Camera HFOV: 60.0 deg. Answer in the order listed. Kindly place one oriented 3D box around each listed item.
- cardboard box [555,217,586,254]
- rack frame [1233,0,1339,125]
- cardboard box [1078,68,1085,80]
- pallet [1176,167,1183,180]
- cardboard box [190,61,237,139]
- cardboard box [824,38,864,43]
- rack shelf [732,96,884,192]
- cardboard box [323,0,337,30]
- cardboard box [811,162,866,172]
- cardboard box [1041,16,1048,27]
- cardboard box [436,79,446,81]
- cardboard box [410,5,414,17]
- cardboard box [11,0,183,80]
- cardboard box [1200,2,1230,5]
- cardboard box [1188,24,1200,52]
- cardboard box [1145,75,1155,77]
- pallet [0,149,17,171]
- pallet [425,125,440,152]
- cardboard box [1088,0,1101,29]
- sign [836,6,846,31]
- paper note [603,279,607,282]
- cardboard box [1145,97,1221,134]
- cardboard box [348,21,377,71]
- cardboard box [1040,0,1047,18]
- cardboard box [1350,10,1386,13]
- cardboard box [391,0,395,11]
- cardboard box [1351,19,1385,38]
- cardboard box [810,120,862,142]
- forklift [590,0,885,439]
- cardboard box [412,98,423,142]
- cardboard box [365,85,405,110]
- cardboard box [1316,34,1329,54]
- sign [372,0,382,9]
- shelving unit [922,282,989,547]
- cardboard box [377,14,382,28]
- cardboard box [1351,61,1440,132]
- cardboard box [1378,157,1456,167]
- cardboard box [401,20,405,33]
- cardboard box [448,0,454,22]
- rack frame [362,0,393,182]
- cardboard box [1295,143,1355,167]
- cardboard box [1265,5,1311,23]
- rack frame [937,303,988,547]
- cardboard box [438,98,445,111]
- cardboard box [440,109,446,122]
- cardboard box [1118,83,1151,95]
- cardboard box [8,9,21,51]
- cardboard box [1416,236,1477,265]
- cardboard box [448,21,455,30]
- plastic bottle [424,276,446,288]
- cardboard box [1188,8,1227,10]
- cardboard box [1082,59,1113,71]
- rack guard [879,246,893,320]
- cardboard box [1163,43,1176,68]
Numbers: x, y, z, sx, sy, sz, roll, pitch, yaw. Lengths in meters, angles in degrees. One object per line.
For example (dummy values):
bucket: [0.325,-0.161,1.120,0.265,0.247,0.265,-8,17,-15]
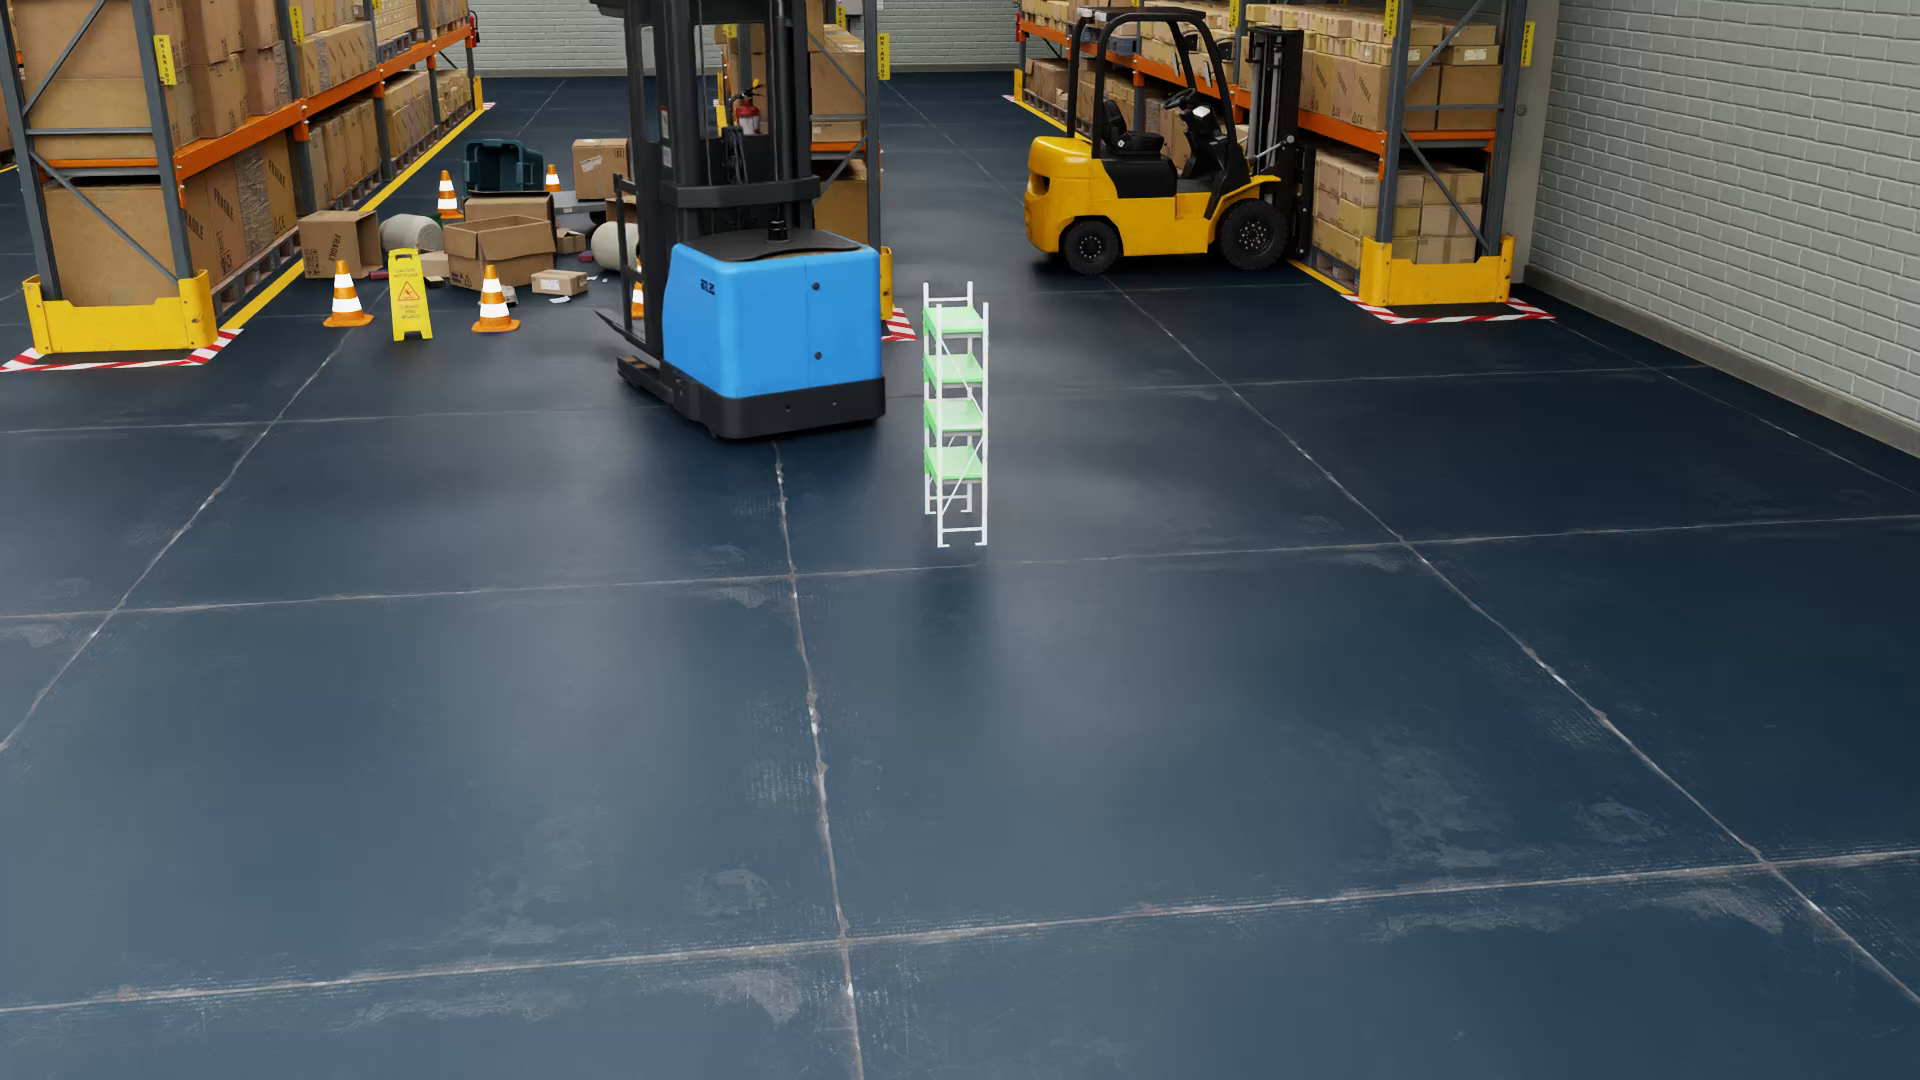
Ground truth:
cardboard box: [-3.685,-2.813,15.368,0.396,0.266,0.258,17,27,39]
rack frame: [3.233,-4.736,16.608,1.000,3.000,0.127,-3,21,-8]
cardboard box: [1.868,-6.697,23.906,0.380,0.149,0.250,-2,21,-5]
pallet: [2.909,-4.106,18.907,1.003,0.211,1.213,-3,21,-8]
cardboard box: [-6.141,-3.400,12.819,0.875,0.550,0.550,-3,21,-8]
cardboard box: [-1.048,-3.819,13.585,0.500,0.500,0.500,-3,21,-9]
rack shelf: [-1.390,-3.454,14.206,1.077,0.370,4.000,-3,21,-8]
cardboard box: [-6.934,-5.591,17.326,0.700,0.500,0.500,-3,21,-9]
cardboard box: [-1.028,-2.841,13.794,0.500,0.500,0.500,-4,21,-10]
cardboard box: [1.473,-8.106,25.992,0.380,0.149,0.250,-2,21,-7]
cardboard box: [-7.764,-6.694,24.475,0.380,0.149,0.250,-4,21,-10]
cardboard box: [-7.424,-6.969,21.920,0.380,0.149,0.250,-3,21,-7]
cardboard box: [-6.001,-3.521,11.598,0.875,0.550,0.550,-3,21,-8]
cardboard box: [3.051,-6.284,19.683,0.380,0.149,0.250,-2,21,-6]
cardboard box: [2.760,-5.412,17.918,0.500,0.250,0.500,-3,21,-7]
cardboard box: [2.647,-6.276,22.778,0.380,0.149,0.250,-3,21,-7]
pallet: [-12.273,-4.761,20.662,1.003,0.211,1.213,-3,21,-8]
pallet: [-7.602,-5.393,22.355,1.003,0.211,1.213,-3,21,-8]
cardboard box: [2.116,-7.119,22.247,0.700,0.500,0.500,-3,21,-8]
sign: [-1.143,-4.919,15.863,0.100,0.325,0.005,-3,21,-8]
paper note: [-3.010,-2.202,14.098,0.032,0.001,0.123,-3,21,-8]
cardboard box: [2.732,-4.988,20.078,0.875,0.625,0.625,-2,21,-6]
cardboard box: [-6.808,-5.489,18.481,0.500,0.500,0.500,-3,21,-8]
cardboard box: [1.546,-8.263,25.841,0.500,0.250,0.500,-3,21,-9]
cardboard box: [3.730,-4.685,14.978,0.380,0.149,0.250,-3,21,-8]
cardboard box: [-7.237,-6.653,20.651,0.380,0.149,0.250,-3,21,-9]
cardboard box: [3.456,-4.217,13.725,0.380,0.149,0.250,-3,21,-7]
cardboard box: [-0.946,-3.109,12.613,0.380,0.149,0.250,-3,21,-8]
forklift: [-1.611,-2.426,10.523,1.130,2.935,3.031,-11,23,-27]
cardboard box: [-7.216,-5.396,21.348,0.500,0.500,0.500,-3,21,-9]
cardboard box: [-7.072,-5.388,20.255,0.500,0.250,0.500,-3,21,-8]
cardboard box: [3.273,-4.250,14.239,0.380,0.149,0.250,-3,21,-7]
sign: [-6.590,-6.156,18.756,0.100,0.325,0.005,-3,21,-8]
shelving unit: [-0.024,-0.619,8.160,0.258,1.200,0.503,-3,21,-8]
cardboard box: [-7.093,-6.166,19.772,0.380,0.149,0.250,-4,21,-9]
cardboard box: [3.478,-3.555,13.303,0.500,0.500,0.500,-3,21,-9]
cardboard box: [3.852,-3.076,14.067,0.500,0.250,0.500,-3,21,-8]
cardboard box: [-7.309,-6.562,21.256,0.380,0.149,0.250,-4,21,-10]
cardboard box: [-7.759,-7.871,24.434,0.500,0.500,0.500,-2,21,-5]
rack frame: [-7.139,-5.584,18.880,1.000,3.000,0.127,-3,21,-8]
cardboard box: [3.207,-3.398,14.927,0.500,0.250,0.500,-3,21,-9]
cardboard box: [3.130,-5.015,15.862,0.380,0.149,0.250,-3,21,-7]
rack frame: [0.011,-0.535,7.933,0.240,1.200,0.015,-3,21,-8]
cardboard box: [-7.451,-6.111,23.341,0.380,0.149,0.250,-2,21,-5]
cardboard box: [-7.450,-5.973,23.395,0.380,0.149,0.250,-4,21,-10]
cardboard box: [2.277,-5.888,21.740,0.380,0.149,0.250,-2,21,-6]
cardboard box: [-12.236,-6.481,21.138,0.500,0.500,0.500,-2,21,-6]
cardboard box: [3.932,-2.439,13.789,0.500,0.250,0.500,-3,21,-8]
cardboard box: [-7.847,-7.784,25.129,0.380,0.149,0.250,-4,21,-10]
plastic bottle: [-4.408,-2.167,13.930,0.133,0.061,0.283,-11,23,-26]
cardboard box: [2.740,-5.814,18.427,0.380,0.149,0.250,-3,21,-8]
cardboard box: [1.953,-6.749,23.620,0.380,0.149,0.250,-4,21,-10]
rack guard: [-1.113,-1.954,12.734,1.175,0.500,0.348,-3,21,-8]
cardboard box: [2.627,-5.532,18.955,0.500,0.250,0.500,-4,21,-10]
